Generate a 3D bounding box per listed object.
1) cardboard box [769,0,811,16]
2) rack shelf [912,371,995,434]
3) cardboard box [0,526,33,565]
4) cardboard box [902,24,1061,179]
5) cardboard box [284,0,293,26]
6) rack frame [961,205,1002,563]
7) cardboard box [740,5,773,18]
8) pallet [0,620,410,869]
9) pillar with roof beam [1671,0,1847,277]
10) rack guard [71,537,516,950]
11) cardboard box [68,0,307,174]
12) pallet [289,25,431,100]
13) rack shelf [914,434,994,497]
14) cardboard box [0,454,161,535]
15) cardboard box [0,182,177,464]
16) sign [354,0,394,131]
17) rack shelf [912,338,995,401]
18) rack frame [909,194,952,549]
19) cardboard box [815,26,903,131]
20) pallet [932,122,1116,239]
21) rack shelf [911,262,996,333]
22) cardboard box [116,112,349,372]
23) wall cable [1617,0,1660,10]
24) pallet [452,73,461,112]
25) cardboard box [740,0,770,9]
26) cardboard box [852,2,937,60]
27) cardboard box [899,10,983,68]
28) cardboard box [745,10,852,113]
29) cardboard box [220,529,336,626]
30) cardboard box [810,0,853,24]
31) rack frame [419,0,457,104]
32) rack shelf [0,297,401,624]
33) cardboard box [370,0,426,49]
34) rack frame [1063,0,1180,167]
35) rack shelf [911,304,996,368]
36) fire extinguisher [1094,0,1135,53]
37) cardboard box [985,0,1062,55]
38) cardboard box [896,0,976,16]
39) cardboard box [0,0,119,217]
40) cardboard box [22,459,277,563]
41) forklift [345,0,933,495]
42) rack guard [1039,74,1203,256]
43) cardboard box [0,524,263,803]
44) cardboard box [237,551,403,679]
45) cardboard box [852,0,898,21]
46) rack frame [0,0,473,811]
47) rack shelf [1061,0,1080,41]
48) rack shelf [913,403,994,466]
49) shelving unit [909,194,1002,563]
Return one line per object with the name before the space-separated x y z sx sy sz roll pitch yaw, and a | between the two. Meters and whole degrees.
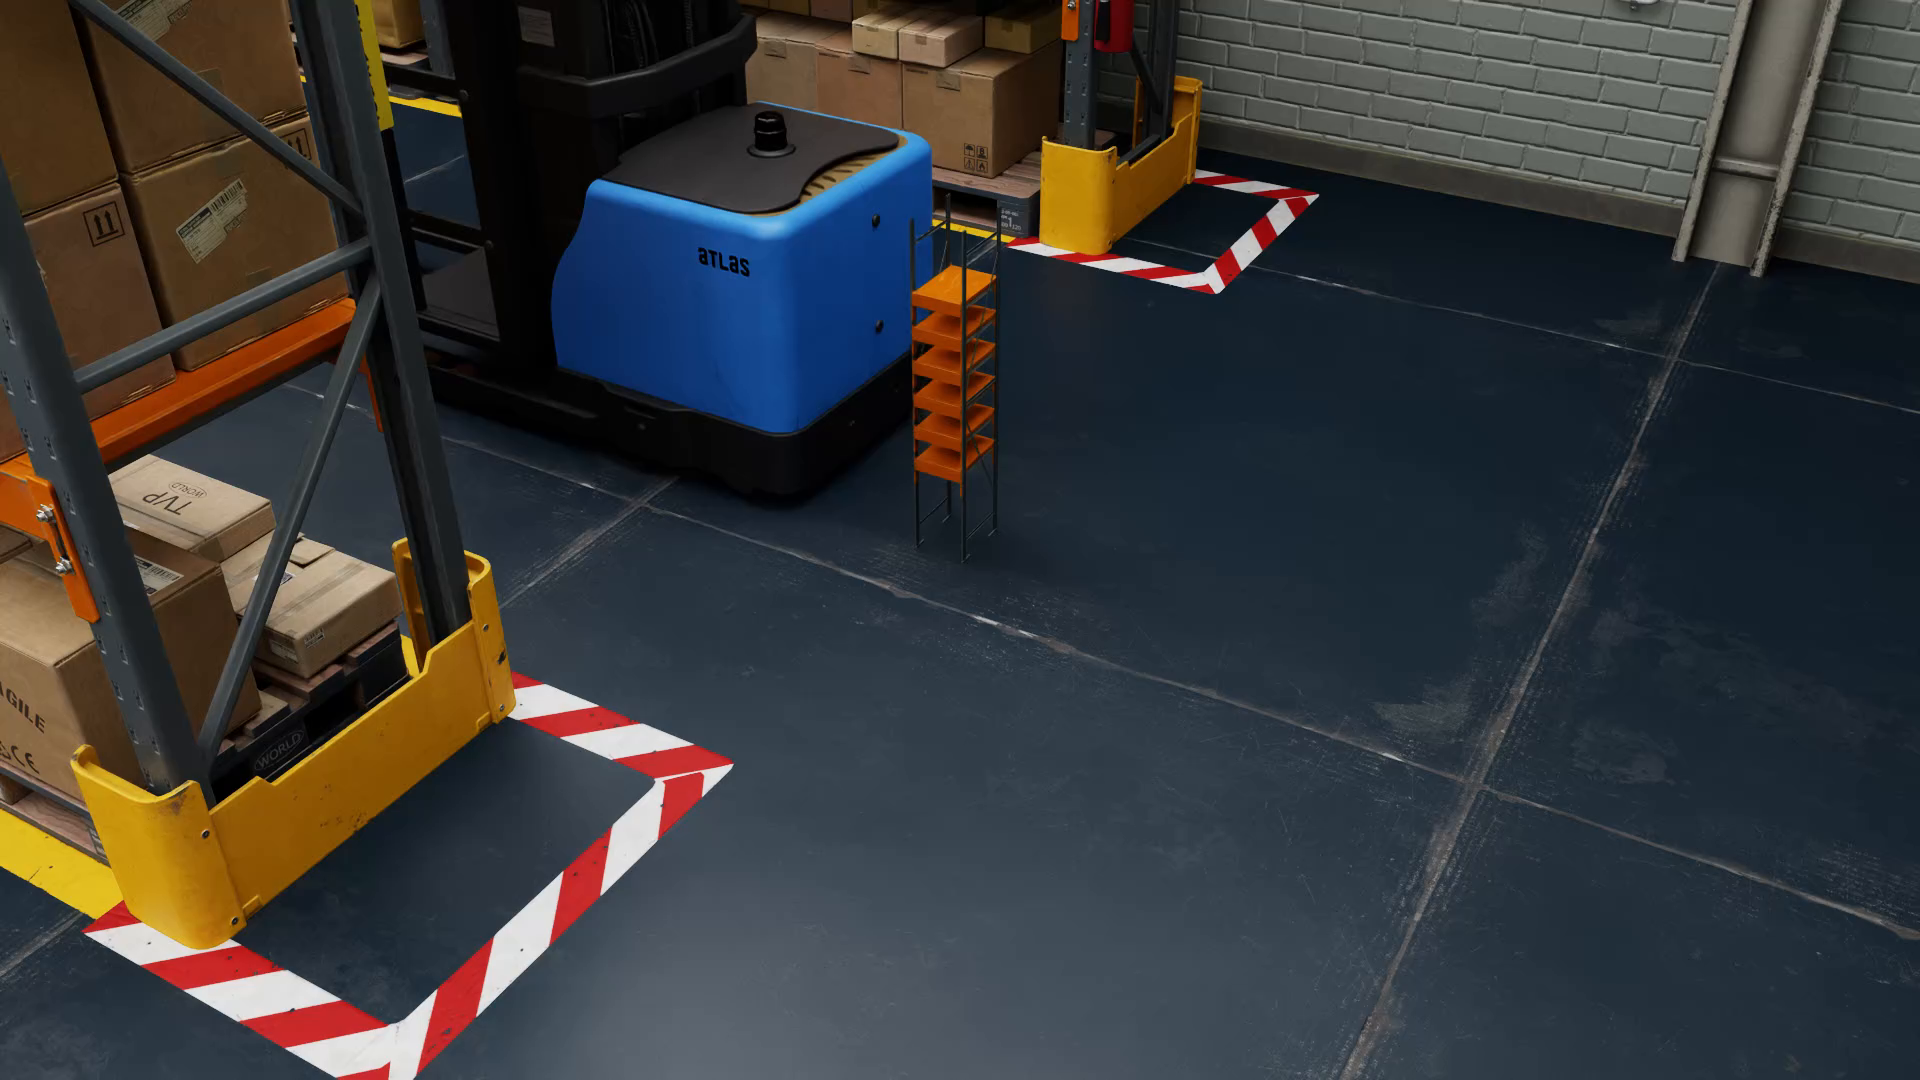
cardboard box | -0.782 -2.852 8.617 0.250 0.149 0.380 18 38 25
rack shelf | -0.013 -0.466 5.448 0.180 0.103 0.258 18 37 24
cardboard box | -3.089 0.146 4.908 0.500 0.250 0.500 18 37 24
cardboard box | 0.112 -2.172 8.182 0.500 0.500 0.700 18 37 24
cardboard box | -4.106 -3.632 10.059 0.750 0.750 0.750 19 38 26
rack frame | 0.067 -0.478 5.386 0.006 1.200 0.240 18 37 24
cardboard box | -1.226 -2.591 8.810 0.500 0.500 0.700 18 38 25
pallet | -2.444 0.413 4.940 1.213 0.211 1.003 18 37 24
pillar with roof beam | 1.407 -2.992 2.125 0.400 9.000 9.100 18 37 24
rack guard | -1.751 0.511 4.531 0.348 0.500 1.175 18 37 24
cardboard box | -1.940 -1.215 3.876 0.500 0.500 0.500 19 38 26
pallet | -3.411 -3.009 10.077 1.213 0.211 1.003 18 37 24
rack shelf | -0.013 -0.267 5.581 0.180 0.103 0.258 18 37 24
cardboard box | -2.885 -0.108 5.290 0.500 0.250 0.500 18 37 24
cardboard box | -2.209 -0.542 3.768 0.500 0.500 0.500 19 38 26
sign | -1.416 -1.130 3.959 0.005 0.325 0.100 18 37 24
rack shelf | -0.013 -0.566 5.382 0.180 0.103 0.258 18 37 24
rack frame | -0.092 -0.529 5.461 0.006 1.200 0.240 18 37 24
cardboard box | -0.322 -2.309 8.388 0.500 0.500 0.700 17 37 24
pallet | 0.036 -1.915 8.435 1.213 0.211 1.003 18 37 24
rack shelf | -0.013 -0.766 5.248 0.180 0.103 0.258 18 37 24
cardboard box | -1.940 -0.799 4.153 0.500 0.500 0.500 18 38 25
wall cable | 2.350 -3.419 7.262 1.851 1.984 0.084 18 37 24
pallet | -2.082 -2.586 9.443 1.213 0.211 1.003 18 37 24
cardboard box | -1.001 -2.921 8.722 0.250 0.149 0.380 17 37 24
cardboard box | -0.312 -2.459 8.028 0.250 0.149 0.380 19 38 26
cardboard box | -0.090 -2.390 7.923 0.250 0.149 0.380 17 37 24
cardboard box | -0.759 -2.447 8.595 0.500 0.500 0.700 16 37 23
cardboard box | -2.095 0.139 4.995 0.250 0.166 0.380 18 37 24
cardboard box | -0.559 -2.781 8.512 0.250 0.149 0.380 18 38 25
rack frame | -2.703 -3.993 9.040 0.127 3.000 1.000 18 37 24
rack shelf | -3.422 -0.759 4.832 4.000 0.370 1.077 18 37 24
cardboard box | -3.332 -3.389 9.694 0.750 0.750 0.750 18 38 25
rack frame | 0.769 -2.893 7.388 0.127 3.000 1.000 18 37 24
rack shelf | -0.013 -0.666 5.315 0.180 0.103 0.258 18 37 24
fire extinguisher | 0.671 -2.442 7.117 0.183 0.674 0.296 18 37 24
cardboard box | 0.320 -2.504 8.095 0.250 0.149 0.380 18 38 25
cardboard box | -0.120 -2.643 8.303 0.250 0.149 0.380 18 38 25
cardboard box | -2.208 -0.956 3.487 0.500 0.500 0.500 17 37 24
cardboard box | -2.451 0.029 5.083 0.500 0.250 0.500 18 37 24
forklift | -1.616 -1.977 6.075 3.031 2.935 1.130 18 38 25
rack guard | 0.790 -1.846 8.071 0.348 0.500 1.175 18 37 24
cardboard box | -2.280 0.318 4.425 0.500 0.500 0.500 18 37 24
cardboard box | -1.878 0.215 4.897 0.250 0.149 0.380 18 37 24
cardboard box | -0.337 -2.712 8.407 0.250 0.149 0.380 18 38 25
rack frame | -1.685 -0.508 3.807 0.127 3.000 1.000 18 37 24
rack shelf | -0.967 -3.144 8.414 4.000 0.370 1.077 18 37 24
rack shelf | -0.013 -0.367 5.515 0.180 0.103 0.258 18 37 24
shelving unit | -0.013 -0.503 5.423 0.189 1.200 0.258 18 37 24
